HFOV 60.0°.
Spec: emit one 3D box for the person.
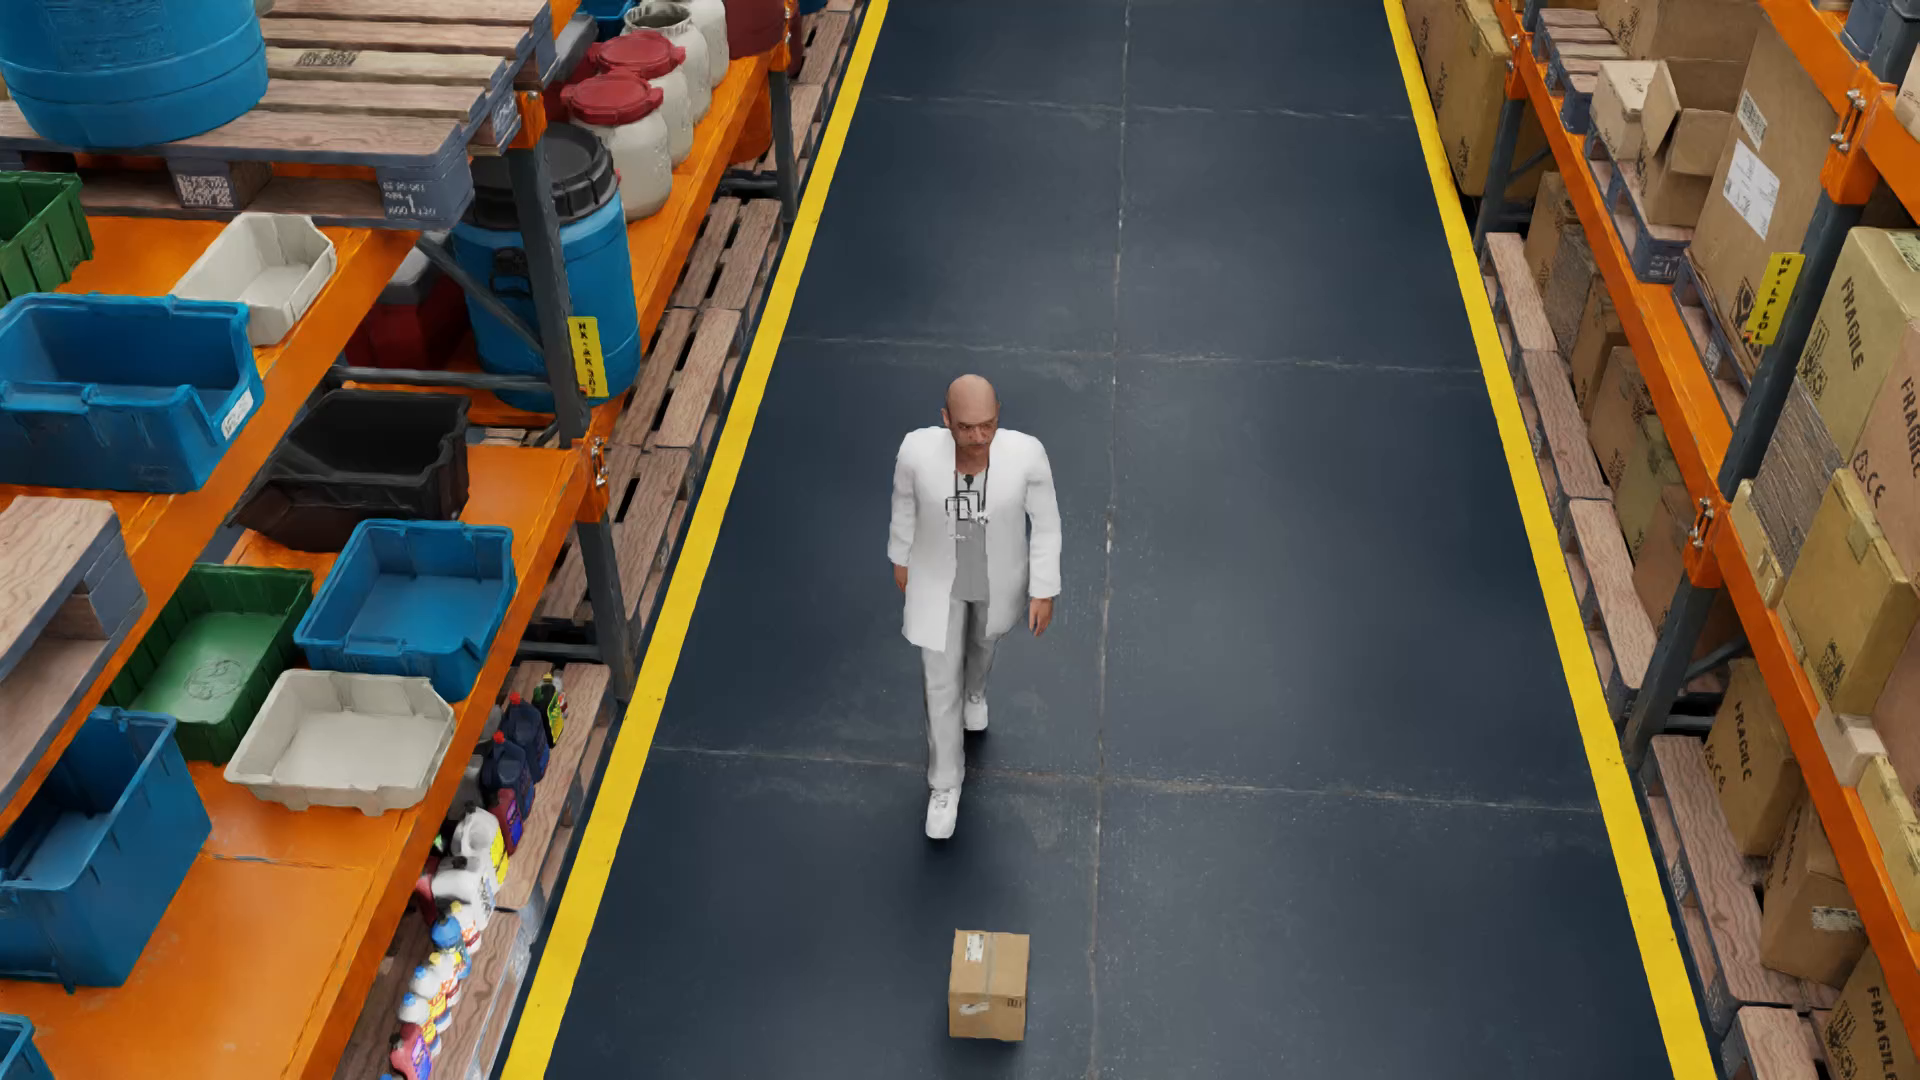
[{"bbox_3d":[0.055,0.178,5.938,0.610,1.737,0.948,-3,40,-3],"label":"person"}]
